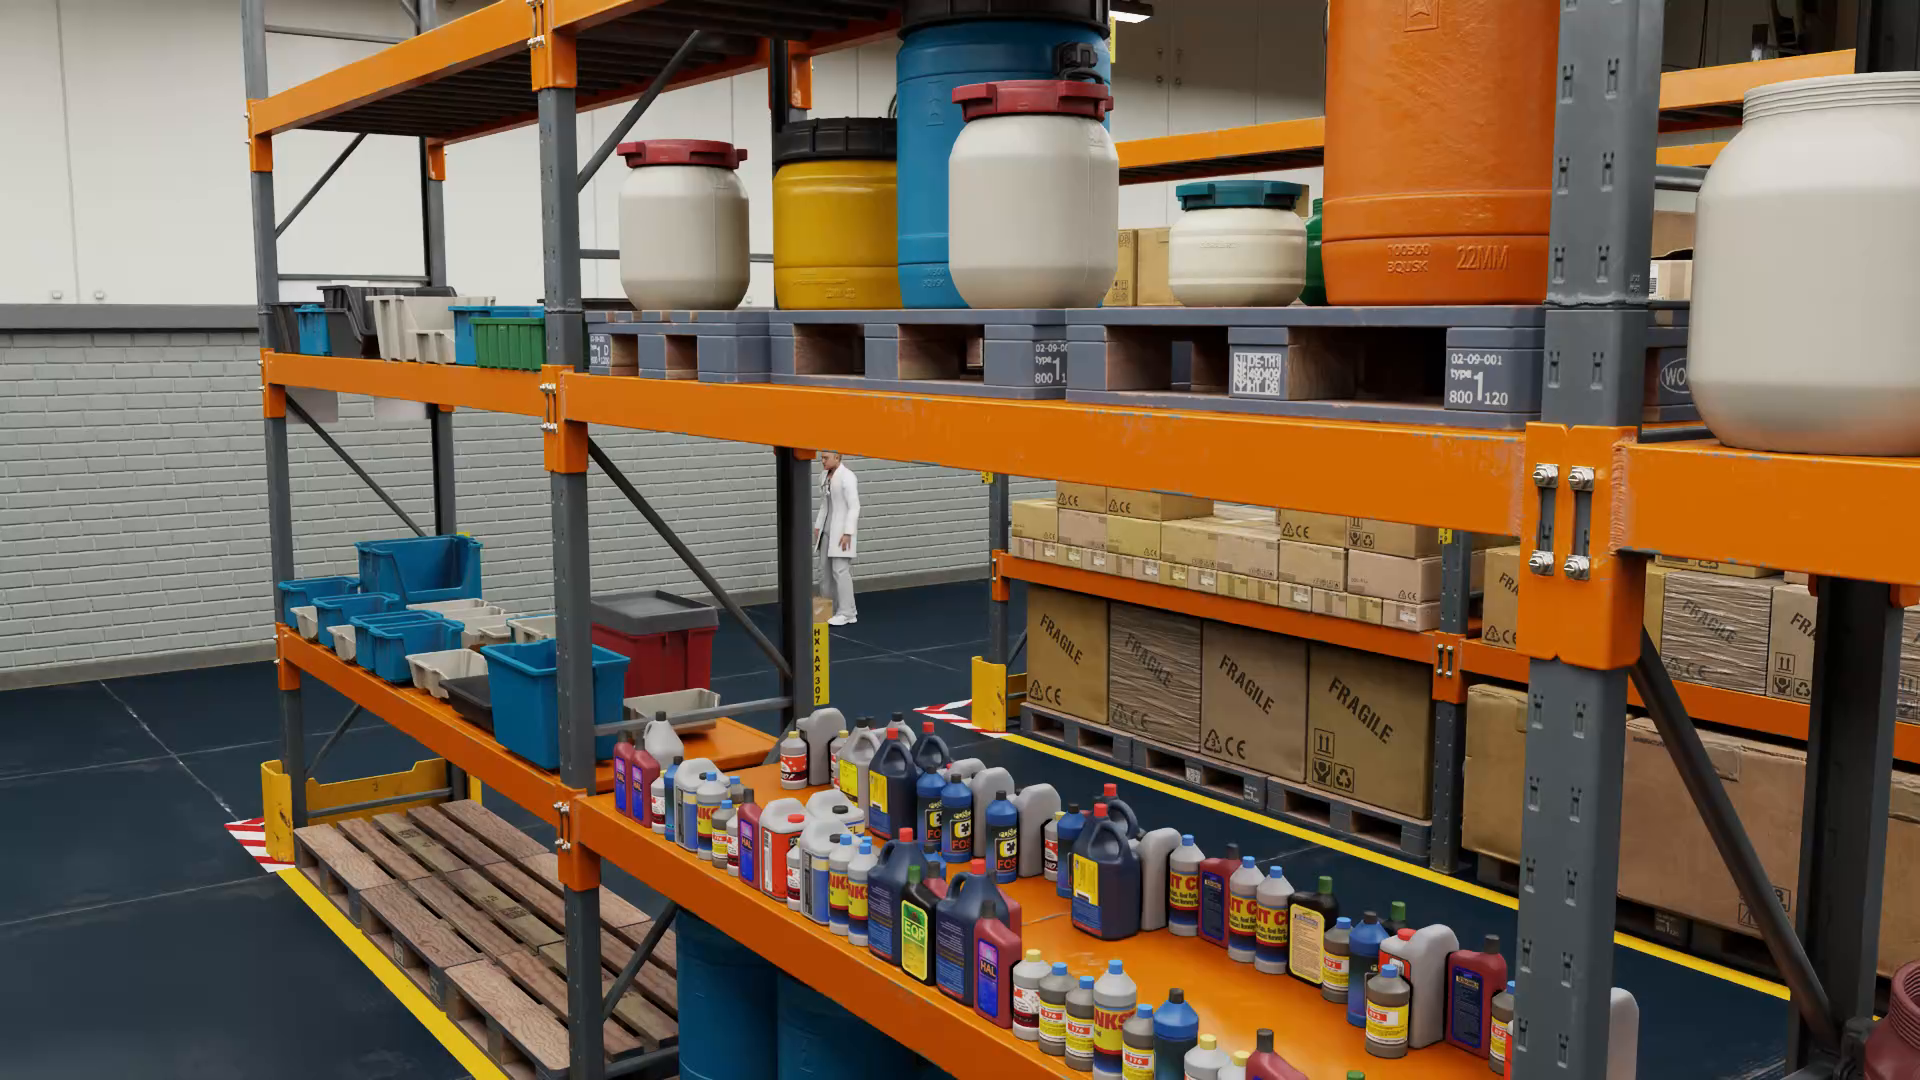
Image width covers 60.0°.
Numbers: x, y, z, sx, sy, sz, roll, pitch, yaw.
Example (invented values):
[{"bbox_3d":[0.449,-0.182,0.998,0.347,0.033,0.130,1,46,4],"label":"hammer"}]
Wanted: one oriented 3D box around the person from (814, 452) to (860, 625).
[{"bbox_3d":[-1.220,-0.066,16.347,0.421,1.774,0.642,-6,9,-36],"label":"person"}]
